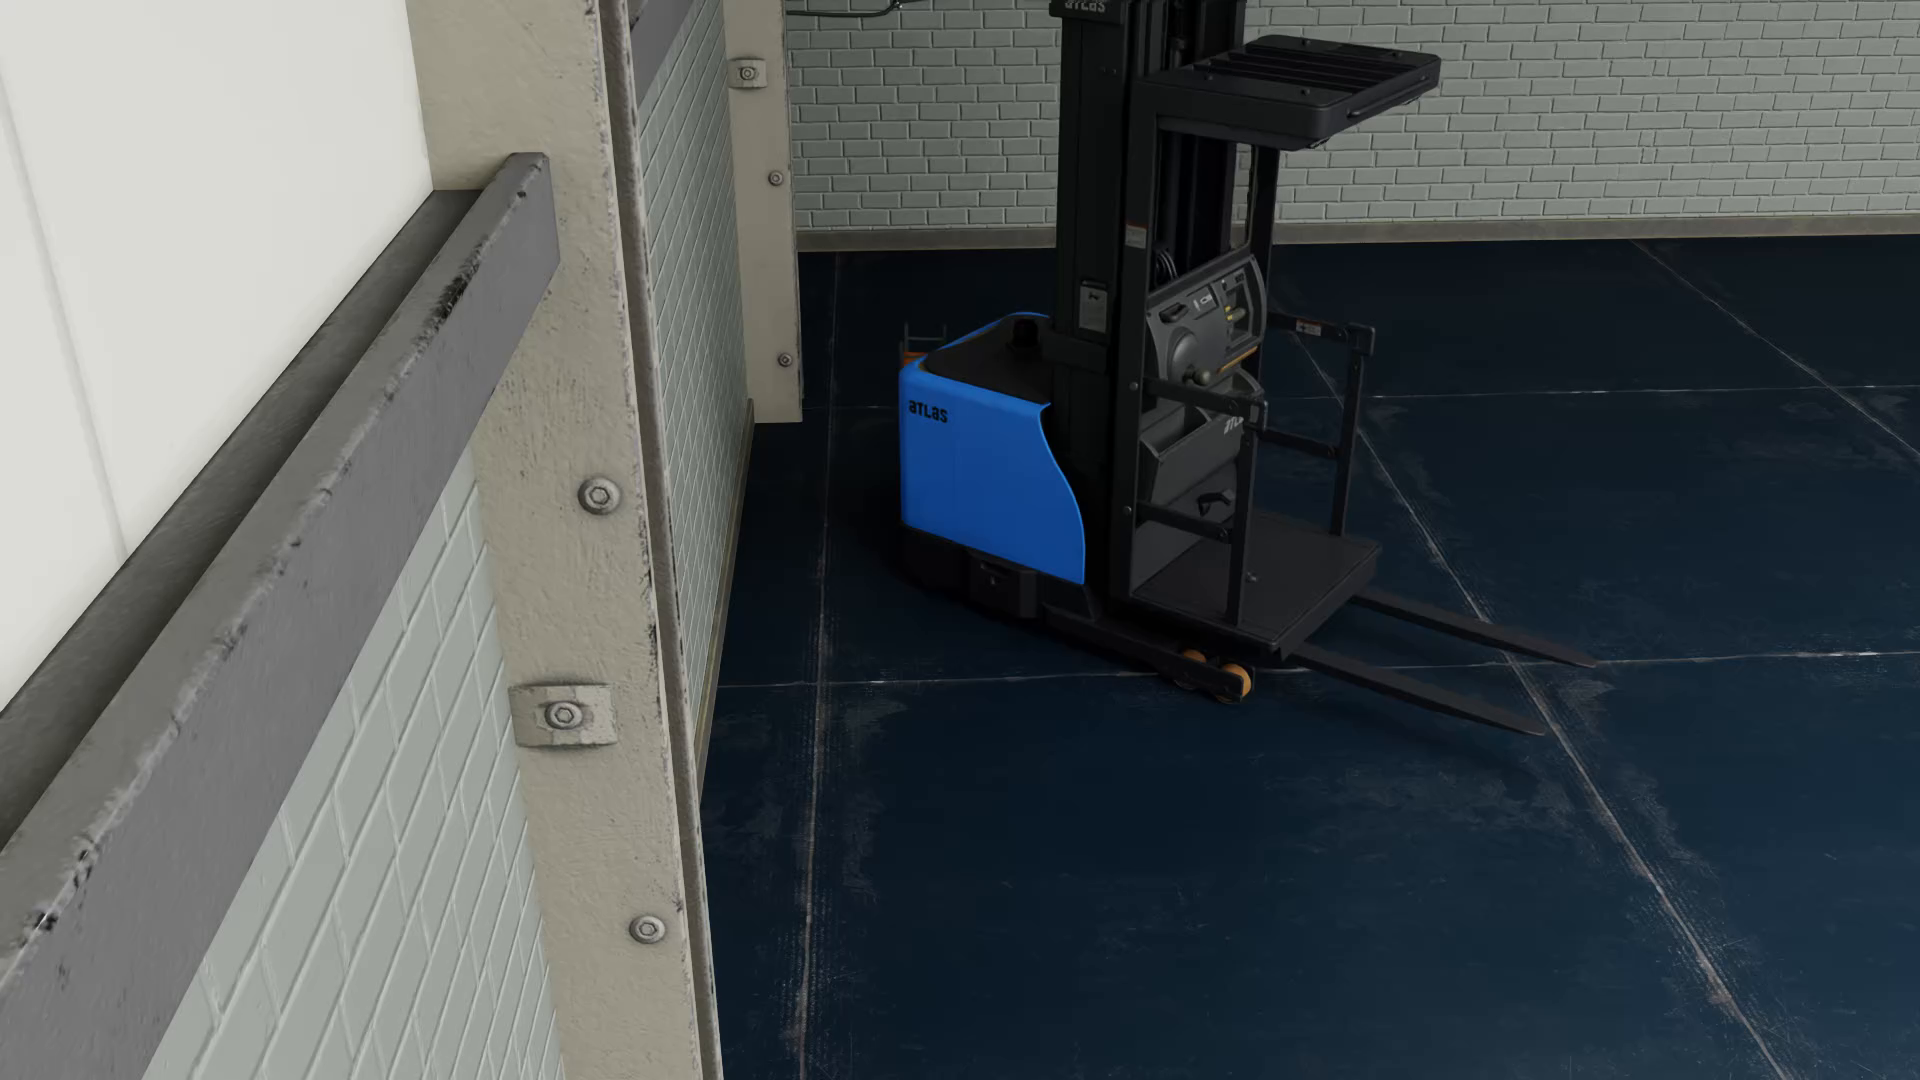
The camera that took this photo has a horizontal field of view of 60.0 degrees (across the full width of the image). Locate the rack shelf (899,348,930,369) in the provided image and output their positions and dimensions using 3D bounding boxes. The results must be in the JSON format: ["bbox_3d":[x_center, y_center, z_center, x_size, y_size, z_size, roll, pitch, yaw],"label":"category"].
[{"bbox_3d":[-0.175,-0.754,7.970,0.215,0.259,0.240,2,28,3],"label":"rack shelf"}]

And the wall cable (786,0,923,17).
[{"bbox_3d":[0.095,-4.772,11.026,3.097,2.526,0.112,-1,28,-3],"label":"wall cable"}]

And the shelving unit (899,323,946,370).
[{"bbox_3d":[-0.175,-0.512,8.096,0.215,1.050,0.252,2,28,3],"label":"shelving unit"}]

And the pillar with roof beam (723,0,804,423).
[{"bbox_3d":[3.227,-4.860,7.838,9.100,9.000,0.400,-1,28,-3],"label":"pillar with roof beam"}]

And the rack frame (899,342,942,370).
[{"bbox_3d":[-0.182,-0.456,7.988,0.200,1.050,0.008,2,28,3],"label":"rack frame"}]

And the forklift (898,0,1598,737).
[{"bbox_3d":[1.197,-0.894,6.794,3.031,2.935,1.130,19,33,32],"label":"forklift"}]

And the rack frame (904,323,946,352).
[{"bbox_3d":[-0.167,-0.568,8.204,0.200,1.050,0.008,2,28,3],"label":"rack frame"}]
